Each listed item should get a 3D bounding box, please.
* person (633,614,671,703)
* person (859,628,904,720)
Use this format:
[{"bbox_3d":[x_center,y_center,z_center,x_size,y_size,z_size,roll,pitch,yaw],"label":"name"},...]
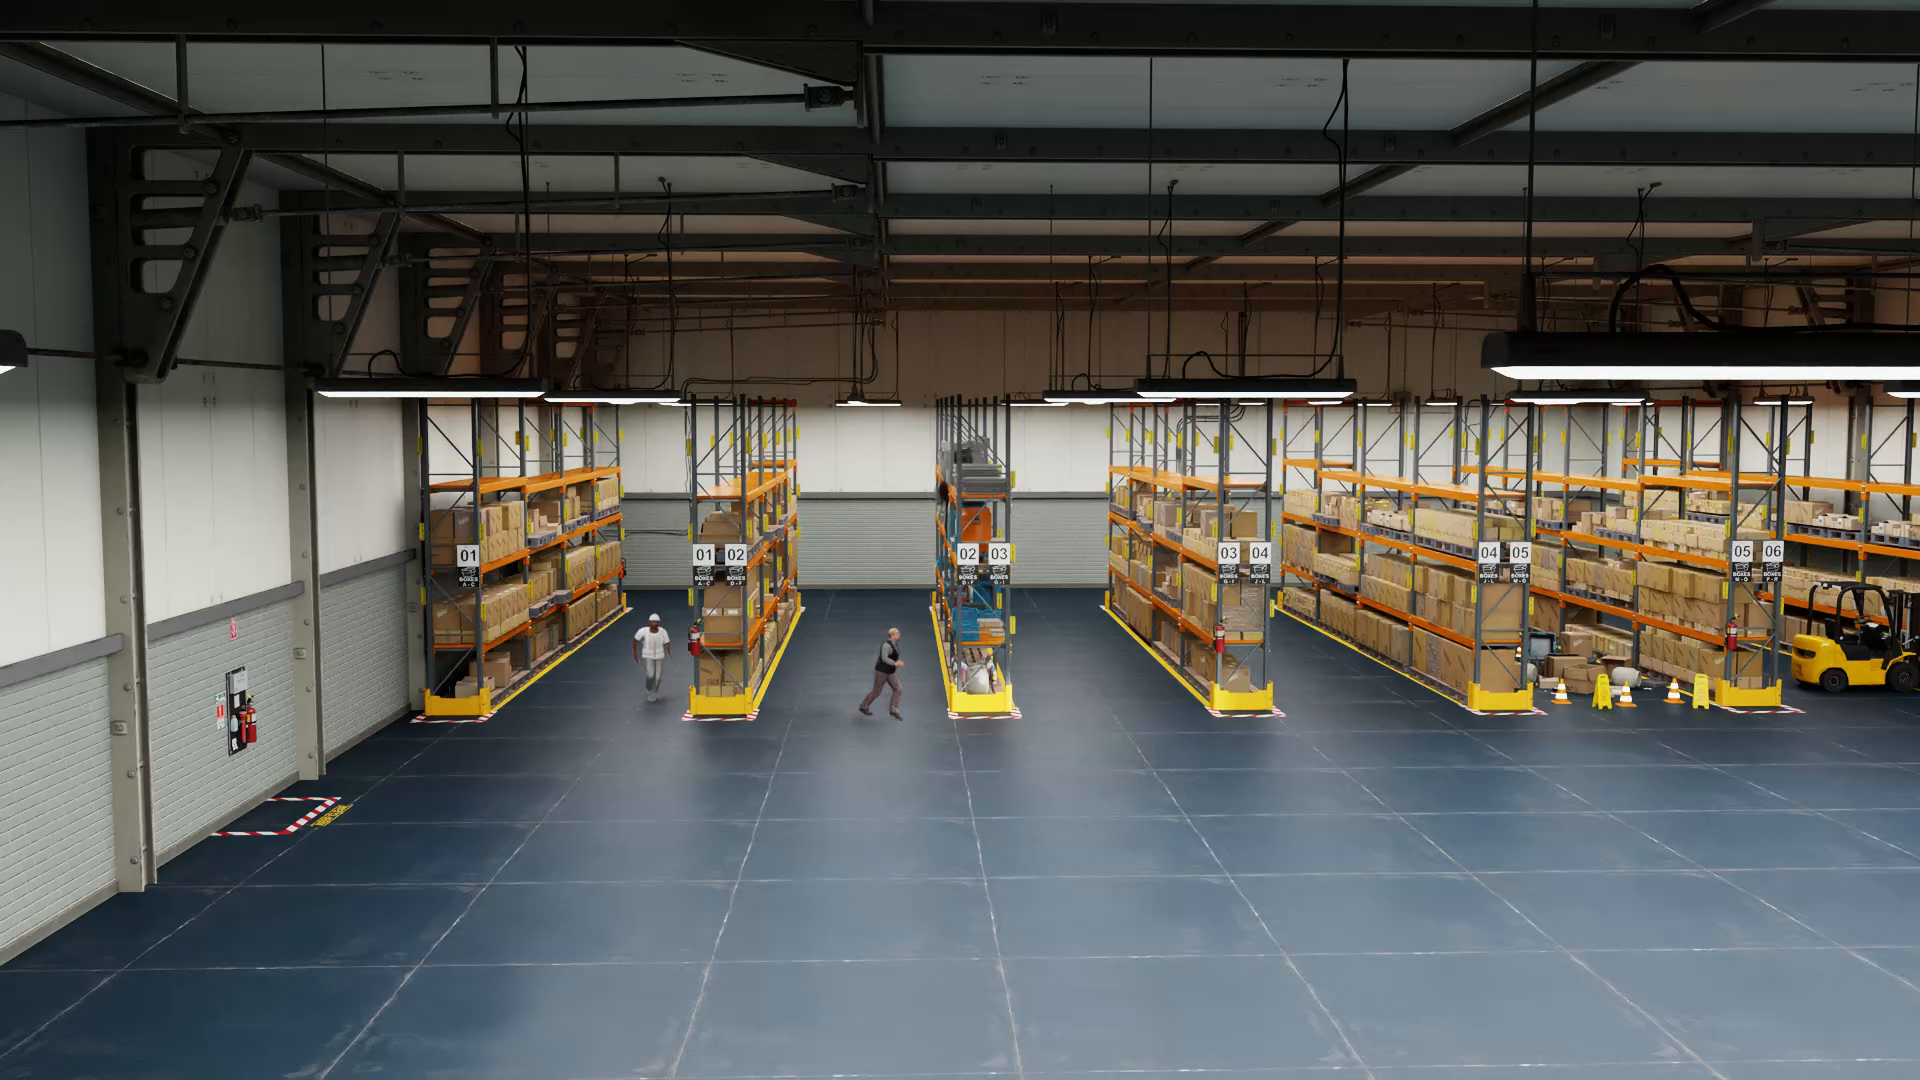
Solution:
[{"bbox_3d":[-5.983,2.308,32.440,0.689,1.731,0.759,-2,5,-24],"label":"person"},{"bbox_3d":[-1.440,2.478,30.739,0.903,1.731,0.674,2,5,19],"label":"person"}]
